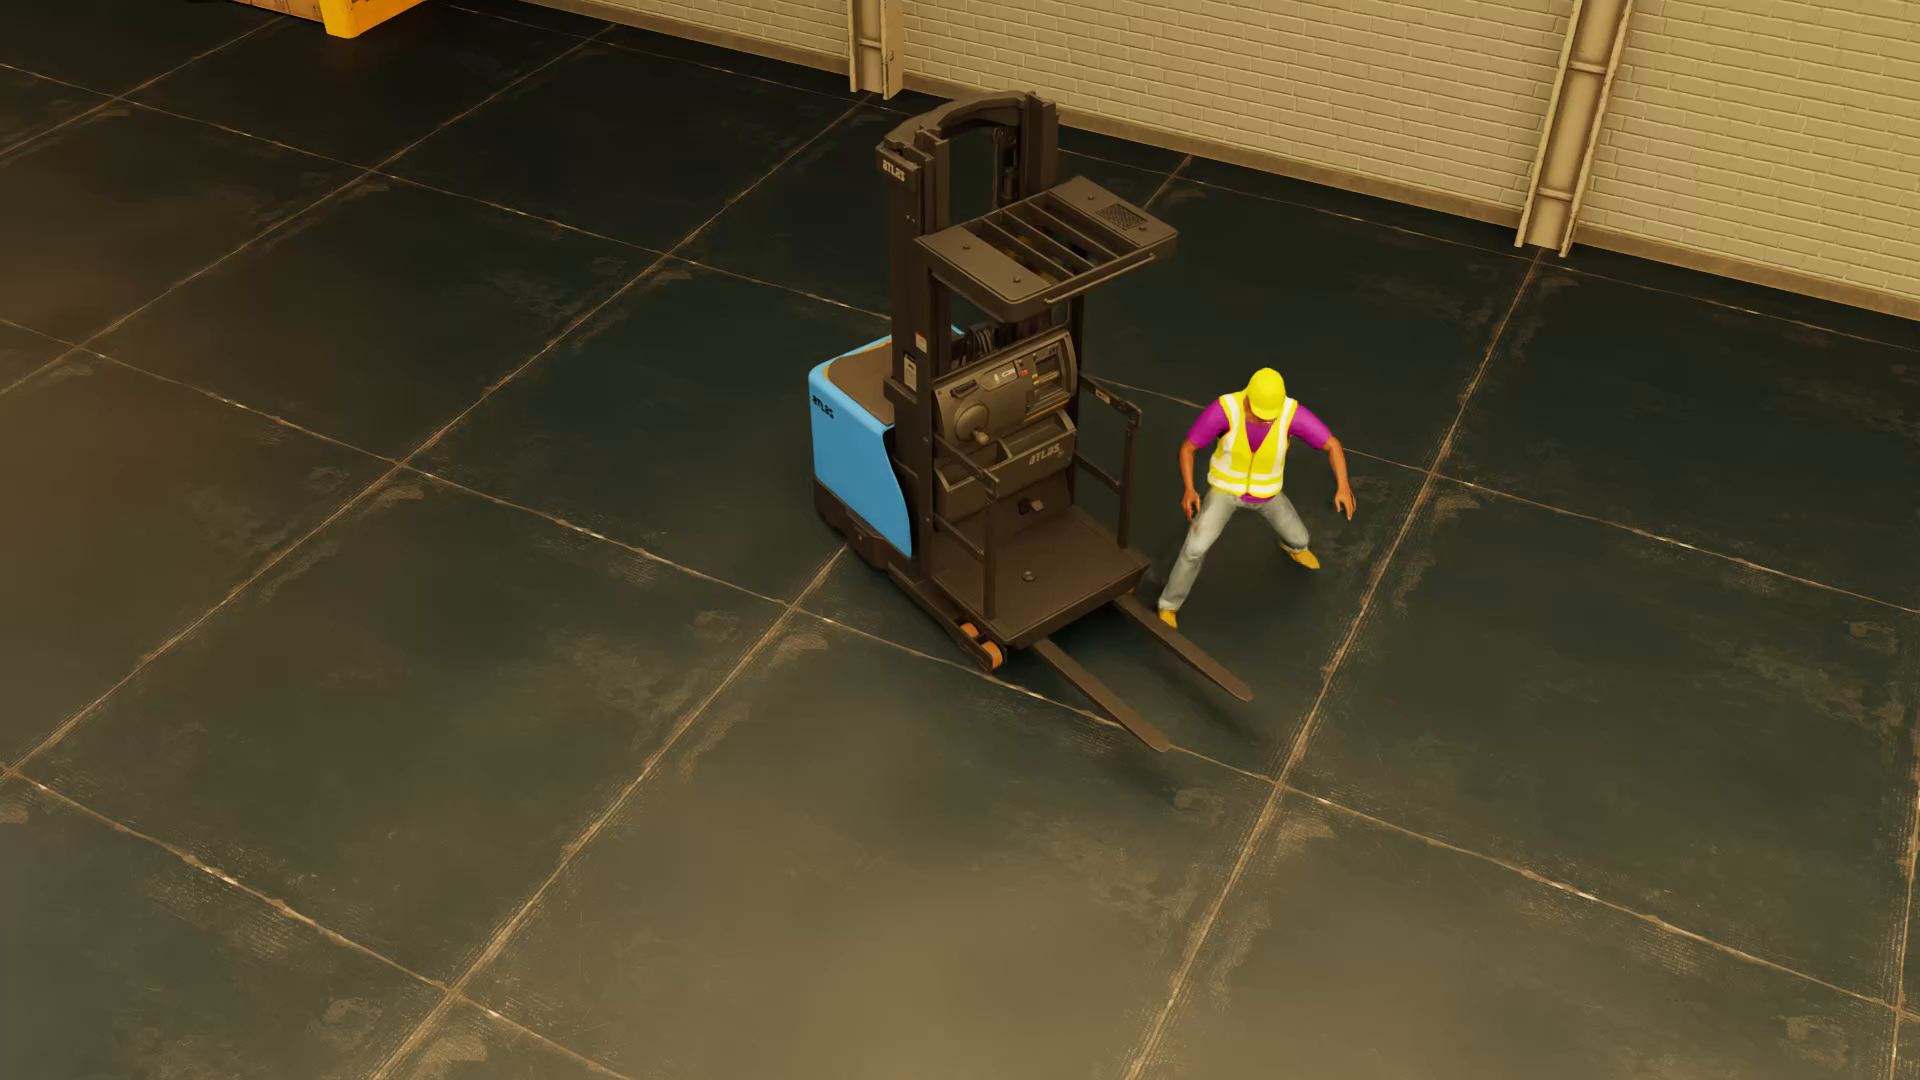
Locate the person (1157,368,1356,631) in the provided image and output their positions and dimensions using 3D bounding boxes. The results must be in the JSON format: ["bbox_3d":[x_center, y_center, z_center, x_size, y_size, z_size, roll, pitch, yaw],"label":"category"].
[{"bbox_3d":[1.668,-0.262,9.385,1.055,1.606,0.987,2,40,2],"label":"person"}]

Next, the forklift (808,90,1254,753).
[{"bbox_3d":[0.387,-0.749,8.875,1.130,2.935,3.031,-27,47,-28],"label":"forklift"}]
